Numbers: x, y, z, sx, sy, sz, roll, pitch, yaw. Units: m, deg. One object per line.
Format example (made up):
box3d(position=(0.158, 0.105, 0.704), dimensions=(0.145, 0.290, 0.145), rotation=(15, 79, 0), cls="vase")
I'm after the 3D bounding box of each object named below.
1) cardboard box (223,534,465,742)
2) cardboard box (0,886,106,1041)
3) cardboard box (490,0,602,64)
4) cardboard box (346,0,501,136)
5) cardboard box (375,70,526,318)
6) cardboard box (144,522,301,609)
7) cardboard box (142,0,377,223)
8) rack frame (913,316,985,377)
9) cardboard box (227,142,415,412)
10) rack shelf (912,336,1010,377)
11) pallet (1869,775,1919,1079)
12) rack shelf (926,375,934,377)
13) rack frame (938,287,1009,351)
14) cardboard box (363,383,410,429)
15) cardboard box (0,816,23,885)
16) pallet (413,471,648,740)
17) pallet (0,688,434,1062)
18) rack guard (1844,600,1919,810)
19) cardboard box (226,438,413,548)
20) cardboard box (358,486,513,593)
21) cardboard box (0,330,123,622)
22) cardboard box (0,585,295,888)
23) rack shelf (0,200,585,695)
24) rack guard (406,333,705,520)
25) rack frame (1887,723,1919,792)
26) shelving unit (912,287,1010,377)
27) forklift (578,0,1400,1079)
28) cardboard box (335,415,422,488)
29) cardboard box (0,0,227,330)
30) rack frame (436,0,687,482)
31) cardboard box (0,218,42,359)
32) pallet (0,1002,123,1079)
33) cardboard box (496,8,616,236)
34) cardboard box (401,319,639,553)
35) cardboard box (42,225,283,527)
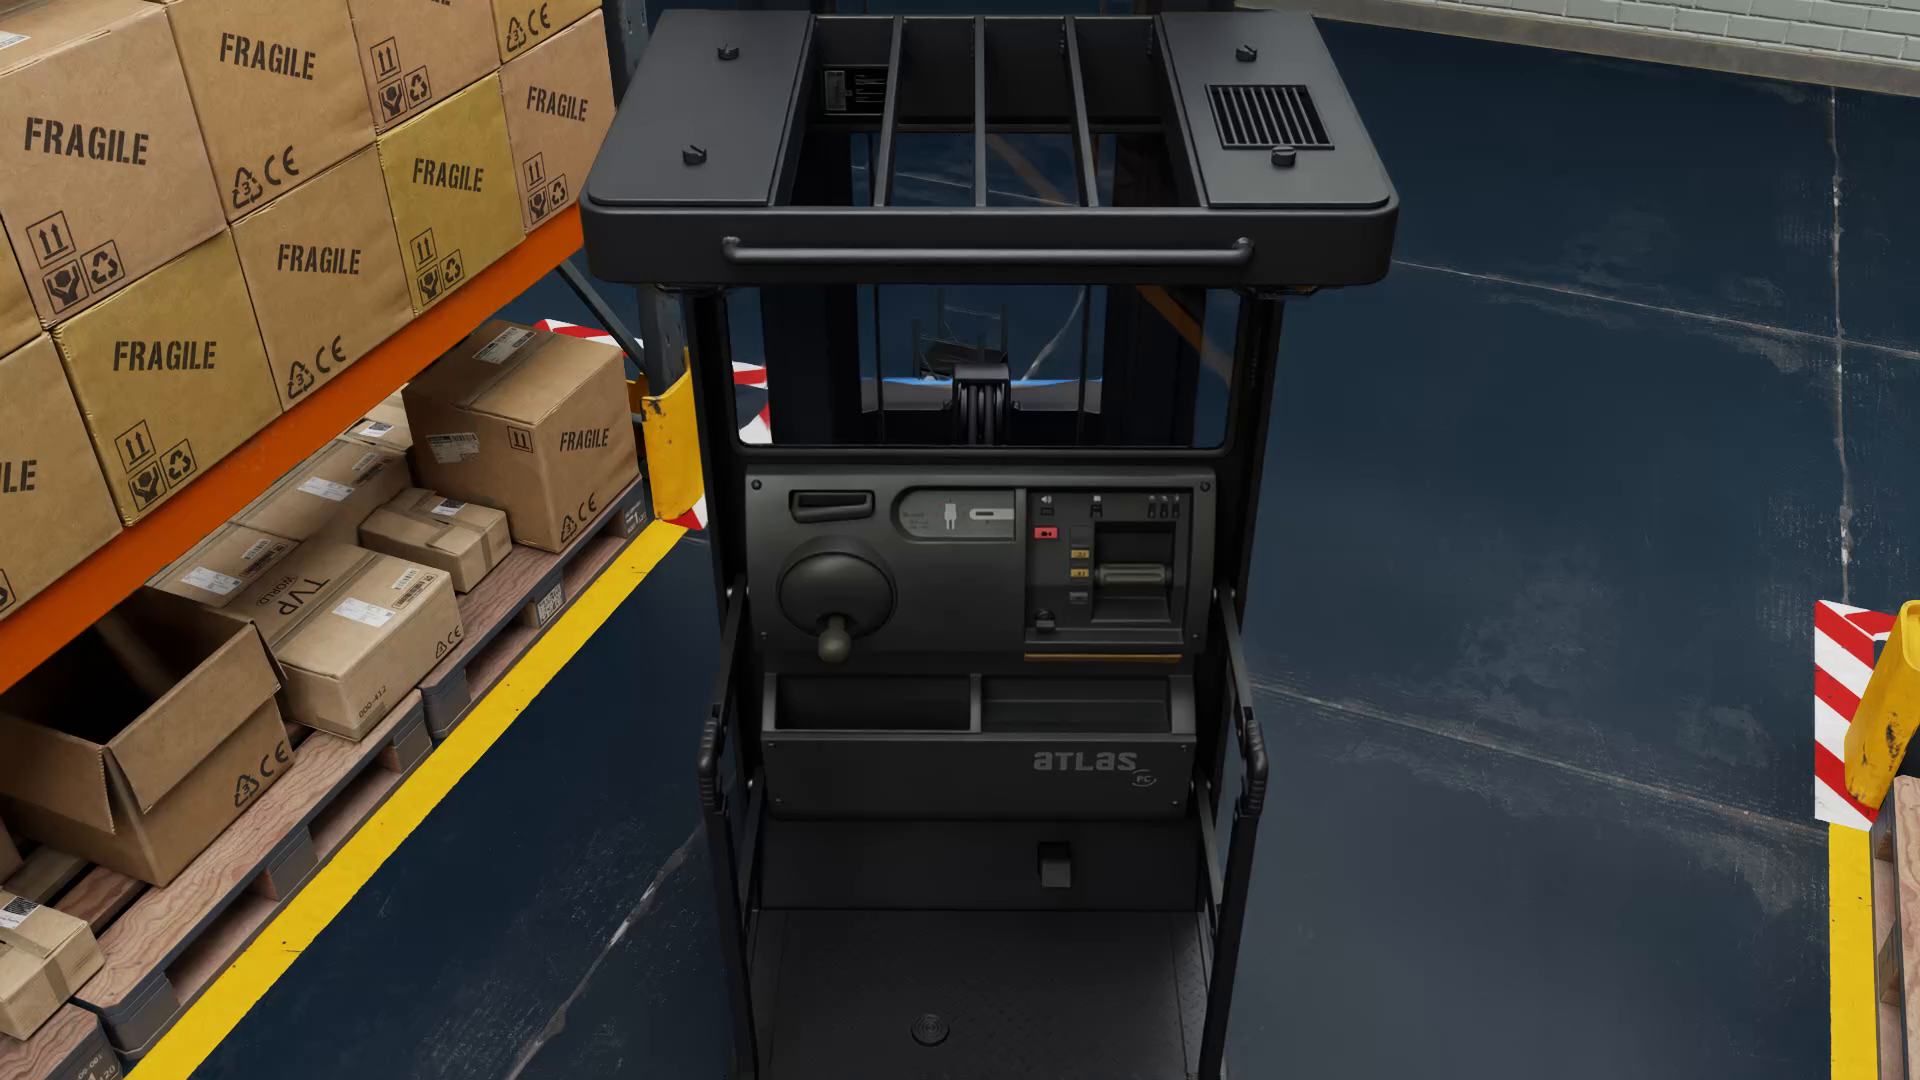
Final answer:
box3d(position=(-1.808, 0.272, 4.810), dimensions=(0.500, 0.250, 0.500), rotation=(14, 39, 18), cls="cardboard box")
box3d(position=(-2.282, 0.980, 3.933), dimensions=(0.380, 0.166, 0.250), rotation=(14, 39, 18), cls="cardboard box")
box3d(position=(-1.355, -1.661, 4.548), dimensions=(0.500, 0.500, 0.500), rotation=(14, 39, 17), cls="cardboard box")
box3d(position=(-1.547, -1.381, 4.173), dimensions=(0.500, 0.500, 0.500), rotation=(15, 39, 19), cls="cardboard box")
box3d(position=(-1.553, -0.971, 4.461), dimensions=(0.500, 0.500, 0.500), rotation=(14, 39, 18), cls="cardboard box")
box3d(position=(-2.290, 0.186, 4.925), dimensions=(0.500, 0.250, 0.500), rotation=(14, 39, 18), cls="cardboard box")
box3d(position=(-1.740, -1.093, 3.788), dimensions=(0.500, 0.500, 0.500), rotation=(15, 39, 19), cls="cardboard box")
box3d(position=(-0.036, -0.309, 5.411), dimensions=(0.240, 0.900, 0.006), rotation=(14, 39, 18), cls="rack frame")
box3d(position=(-1.748, -0.696, 4.093), dimensions=(0.500, 0.500, 0.500), rotation=(14, 39, 18), cls="cardboard box")
box3d(position=(0.003, -0.555, 5.345), dimensions=(0.258, 0.077, 0.200), rotation=(14, 39, 18), cls="rack shelf")
box3d(position=(2.790, 1.166, 4.014), dimensions=(1.003, 0.211, 1.213), rotation=(14, 39, 18), cls="pallet")
box3d(position=(0.003, -0.482, 5.399), dimensions=(0.258, 0.077, 0.200), rotation=(14, 39, 18), cls="rack shelf")
box3d(position=(0.042, -0.421, 5.562), dimensions=(0.240, 0.900, 0.006), rotation=(14, 39, 18), cls="rack frame")
box3d(position=(-1.917, -0.410, 5.807), dimensions=(0.380, 0.149, 0.250), rotation=(14, 39, 18), cls="cardboard box")
box3d(position=(-2.722, 0.791, 4.065), dimensions=(0.500, 0.311, 0.500), rotation=(14, 39, 18), cls="cardboard box")
box3d(position=(-1.771, 0.071, 5.479), dimensions=(1.003, 0.211, 1.213), rotation=(14, 39, 18), cls="pallet")
box3d(position=(-2.237, 0.744, 4.578), dimensions=(1.003, 0.211, 1.213), rotation=(14, 39, 18), cls="pallet")
box3d(position=(3.136, 0.586, 4.548), dimensions=(1.175, 0.500, 0.348), rotation=(14, 39, 18), cls="rack guard")
box3d(position=(-2.100, -0.091, 5.296), dimensions=(0.500, 0.250, 0.500), rotation=(14, 39, 18), cls="cardboard box")
box3d(position=(-1.657, -0.010, 5.257), dimensions=(0.380, 0.166, 0.250), rotation=(14, 39, 18), cls="cardboard box")
box3d(position=(-2.132, -0.136, 3.342), dimensions=(0.500, 0.500, 0.500), rotation=(14, 39, 18), cls="cardboard box")
box3d(position=(-2.252, 0.468, 4.337), dimensions=(0.797, 0.503, 0.637), rotation=(14, 39, 18), cls="cardboard box")
box3d(position=(-2.201, -0.134, 4.025), dimensions=(1.077, 0.370, 4.000), rotation=(14, 39, 18), cls="rack shelf")
box3d(position=(-1.469, -0.486, 5.983), dimensions=(1.175, 0.500, 0.348), rotation=(14, 39, 18), cls="rack guard")
box3d(position=(3.139, -0.399, 3.778), dimensions=(1.000, 3.000, 0.127), rotation=(14, 39, 18), cls="rack frame")
box3d(position=(0.003, -0.365, 5.487), dimensions=(0.258, 0.900, 0.210), rotation=(14, 39, 18), cls="shelving unit")
box3d(position=(0.041, 0.119, 3.142), dimensions=(1.130, 2.935, 3.031), rotation=(0, 37, 0), cls="forklift")
box3d(position=(-2.012, -0.279, 5.617), dimensions=(0.380, 0.166, 0.250), rotation=(14, 39, 18), cls="cardboard box")
box3d(position=(-1.935, -0.809, 3.408), dimensions=(0.500, 0.500, 0.500), rotation=(15, 39, 19), cls="cardboard box")
box3d(position=(-1.440, -1.529, 5.291), dimensions=(1.000, 3.000, 0.127), rotation=(14, 39, 18), cls="rack frame")
box3d(position=(-2.131, -0.522, 3.025), dimensions=(0.500, 0.500, 0.500), rotation=(13, 39, 16), cls="cardboard box")
box3d(position=(-2.700, 1.422, 3.671), dimensions=(1.003, 0.211, 1.213), rotation=(14, 39, 18), cls="pallet")
box3d(position=(-1.359, -1.259, 4.846), dimensions=(0.500, 0.500, 0.500), rotation=(15, 39, 19), cls="cardboard box")
box3d(position=(-1.419, -0.347, 5.430), dimensions=(0.500, 0.500, 0.500), rotation=(14, 39, 18), cls="cardboard box")
box3d(position=(-1.940, -0.418, 3.720), dimensions=(0.500, 0.500, 0.500), rotation=(13, 39, 17), cls="cardboard box")
